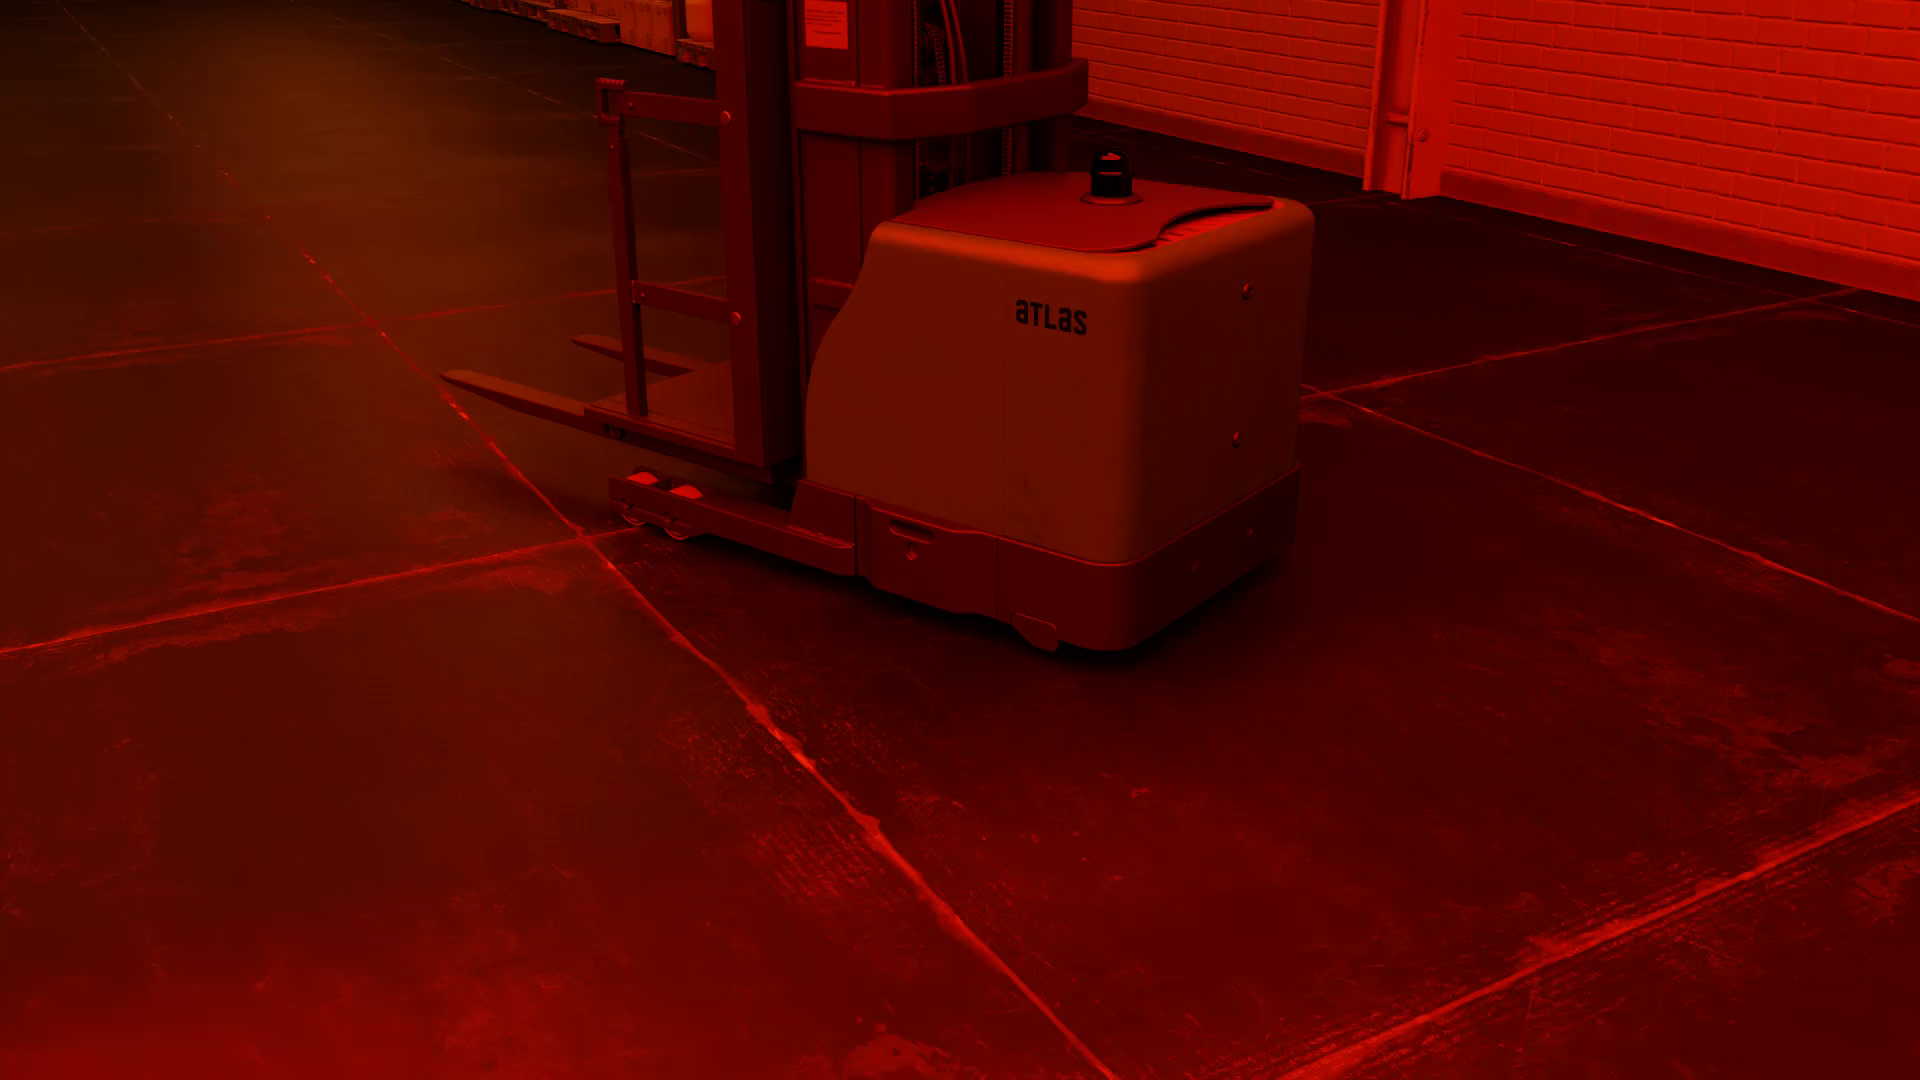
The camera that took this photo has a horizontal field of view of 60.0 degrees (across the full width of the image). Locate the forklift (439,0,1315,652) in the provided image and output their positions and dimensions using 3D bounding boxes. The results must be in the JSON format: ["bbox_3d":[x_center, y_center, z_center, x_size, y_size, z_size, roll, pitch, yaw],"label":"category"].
[{"bbox_3d":[-0.481,-1.497,4.922,3.031,2.935,1.130,16,27,34],"label":"forklift"}]
